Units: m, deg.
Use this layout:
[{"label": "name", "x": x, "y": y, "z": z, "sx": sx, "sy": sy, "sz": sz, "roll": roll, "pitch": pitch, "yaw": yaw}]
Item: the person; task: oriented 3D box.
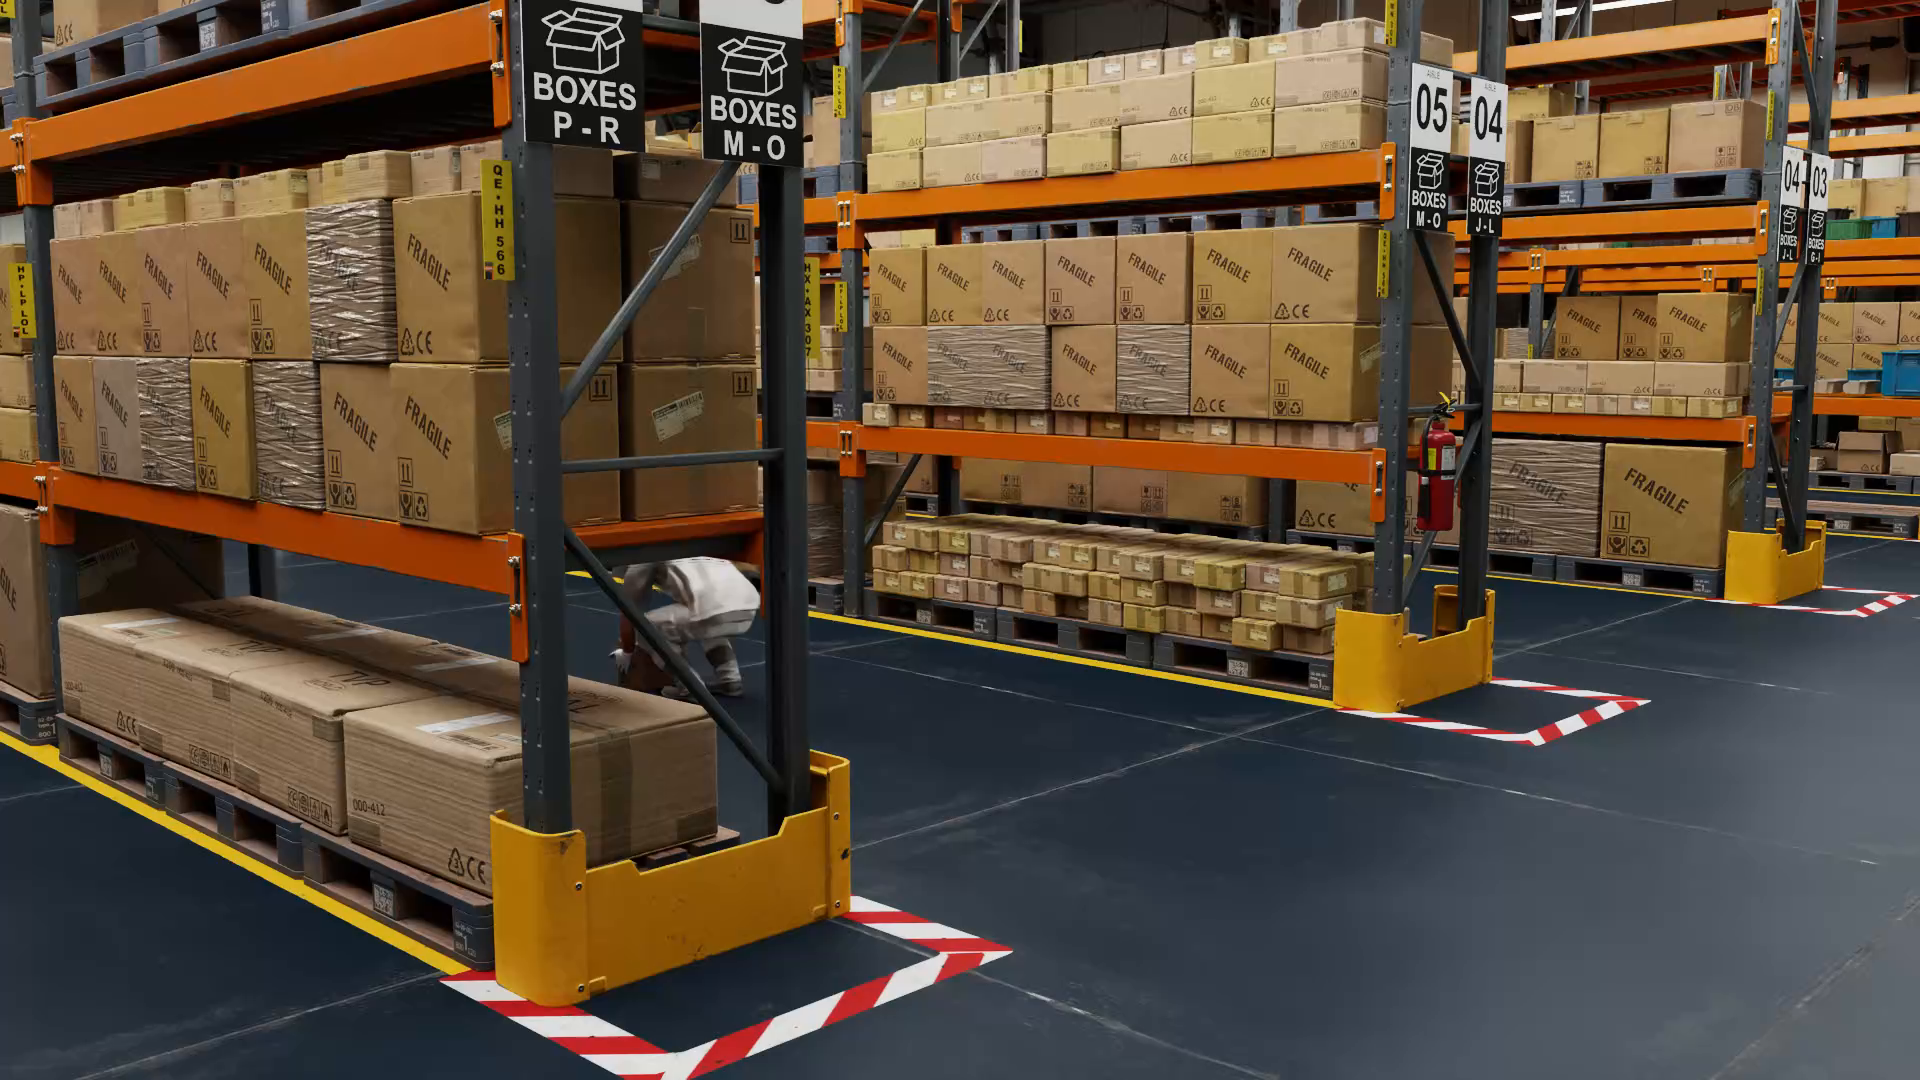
[{"label": "person", "x": -1.457, "y": 0.366, "z": 8.765, "sx": 0.886, "sy": 0.920, "sz": 0.570, "roll": 7, "pitch": 10, "yaw": 43}]
